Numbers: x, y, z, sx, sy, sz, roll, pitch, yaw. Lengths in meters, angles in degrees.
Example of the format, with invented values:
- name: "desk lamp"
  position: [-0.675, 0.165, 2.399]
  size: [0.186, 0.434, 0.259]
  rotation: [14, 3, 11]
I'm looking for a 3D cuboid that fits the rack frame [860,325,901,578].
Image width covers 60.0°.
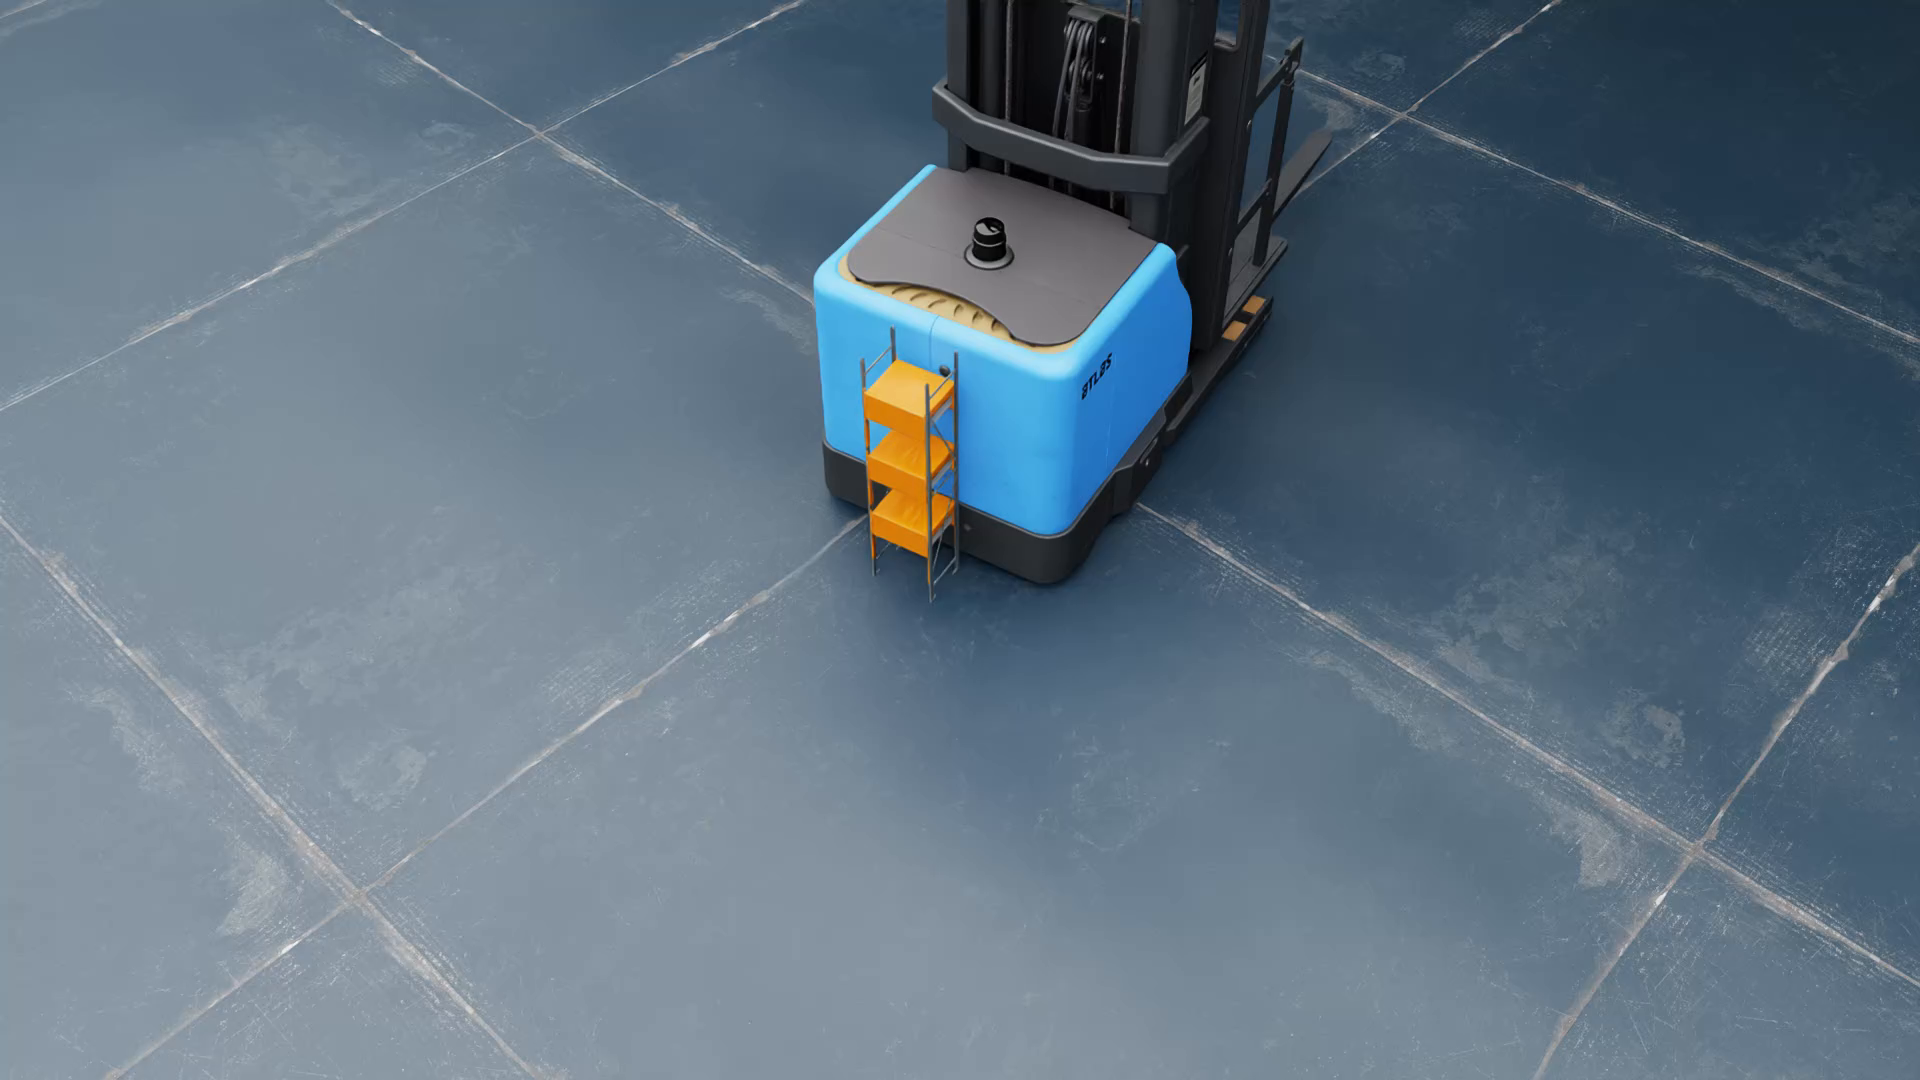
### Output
- name: "rack frame"
  position: [-0.268, -0.284, 5.796]
  size: [0.008, 1.050, 0.200]
  rotation: [23, 51, 20]

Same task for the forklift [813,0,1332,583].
- name: "forklift"
  position: [0.668, -1.912, 6.035]
  size: [1.130, 2.935, 3.031]
  rotation: [23, 51, 20]

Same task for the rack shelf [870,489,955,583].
- name: "rack shelf"
  position: [-0.162, -0.041, 5.964]
  size: [0.240, 0.259, 0.215]
  rotation: [23, 51, 20]

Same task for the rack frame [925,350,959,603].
- name: "rack frame"
  position: [-0.058, -0.193, 5.711]
  size: [0.008, 1.050, 0.200]
  rotation: [23, 51, 20]

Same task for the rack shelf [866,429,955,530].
- name: "rack shelf"
  position: [-0.163, -0.231, 5.761]
  size: [0.240, 0.259, 0.215]
  rotation: [23, 51, 20]

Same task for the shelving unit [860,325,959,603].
- name: "shelving unit"
  position: [-0.163, -0.239, 5.753]
  size: [0.252, 1.050, 0.215]
  rotation: [23, 51, 20]

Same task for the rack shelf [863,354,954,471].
- name: "rack shelf"
  position: [-0.163, -0.425, 5.554]
  size: [0.240, 0.259, 0.215]
  rotation: [23, 51, 20]
